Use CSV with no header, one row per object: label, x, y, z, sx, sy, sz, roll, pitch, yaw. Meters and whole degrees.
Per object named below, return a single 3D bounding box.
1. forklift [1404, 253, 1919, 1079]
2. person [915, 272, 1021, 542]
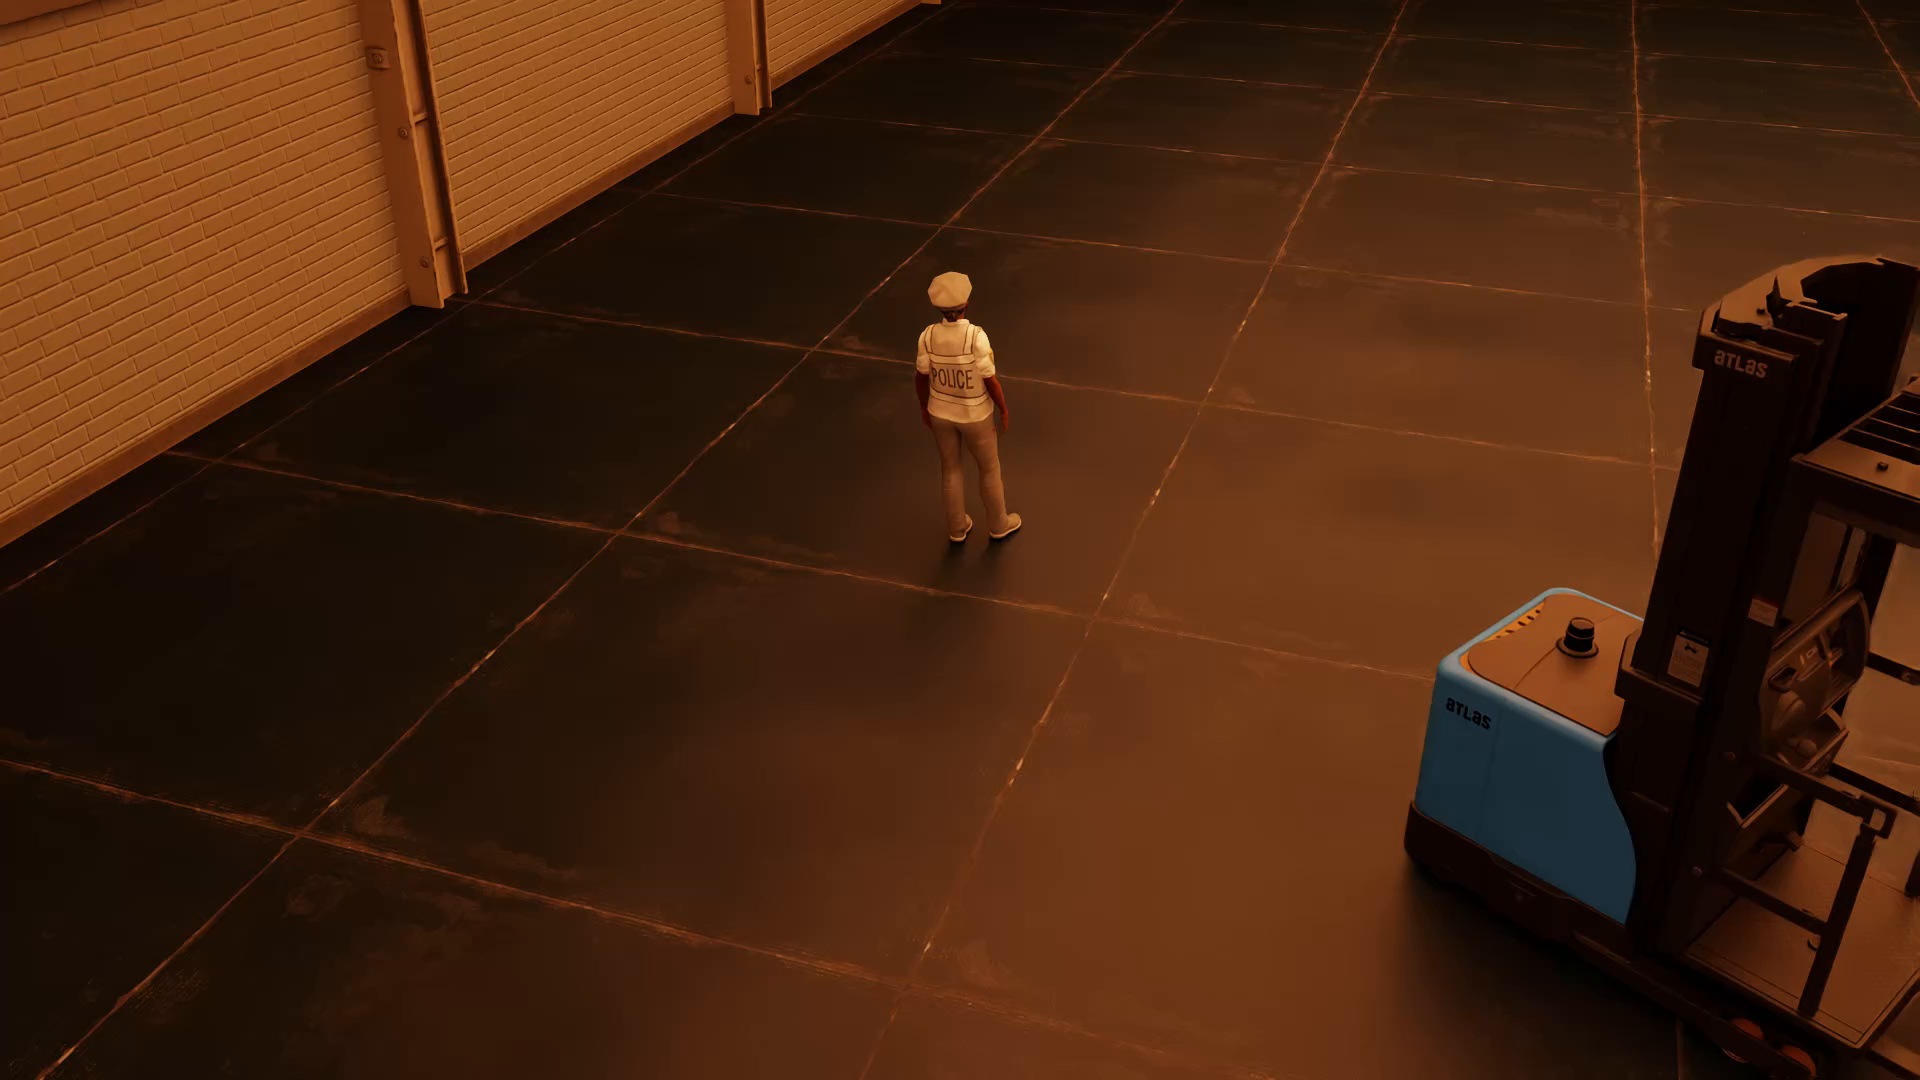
forklift,3.372,0.553,6.167,1.130,2.935,3.031,-24,38,-36
person,0.043,-0.773,9.729,0.569,1.692,0.530,10,31,16
